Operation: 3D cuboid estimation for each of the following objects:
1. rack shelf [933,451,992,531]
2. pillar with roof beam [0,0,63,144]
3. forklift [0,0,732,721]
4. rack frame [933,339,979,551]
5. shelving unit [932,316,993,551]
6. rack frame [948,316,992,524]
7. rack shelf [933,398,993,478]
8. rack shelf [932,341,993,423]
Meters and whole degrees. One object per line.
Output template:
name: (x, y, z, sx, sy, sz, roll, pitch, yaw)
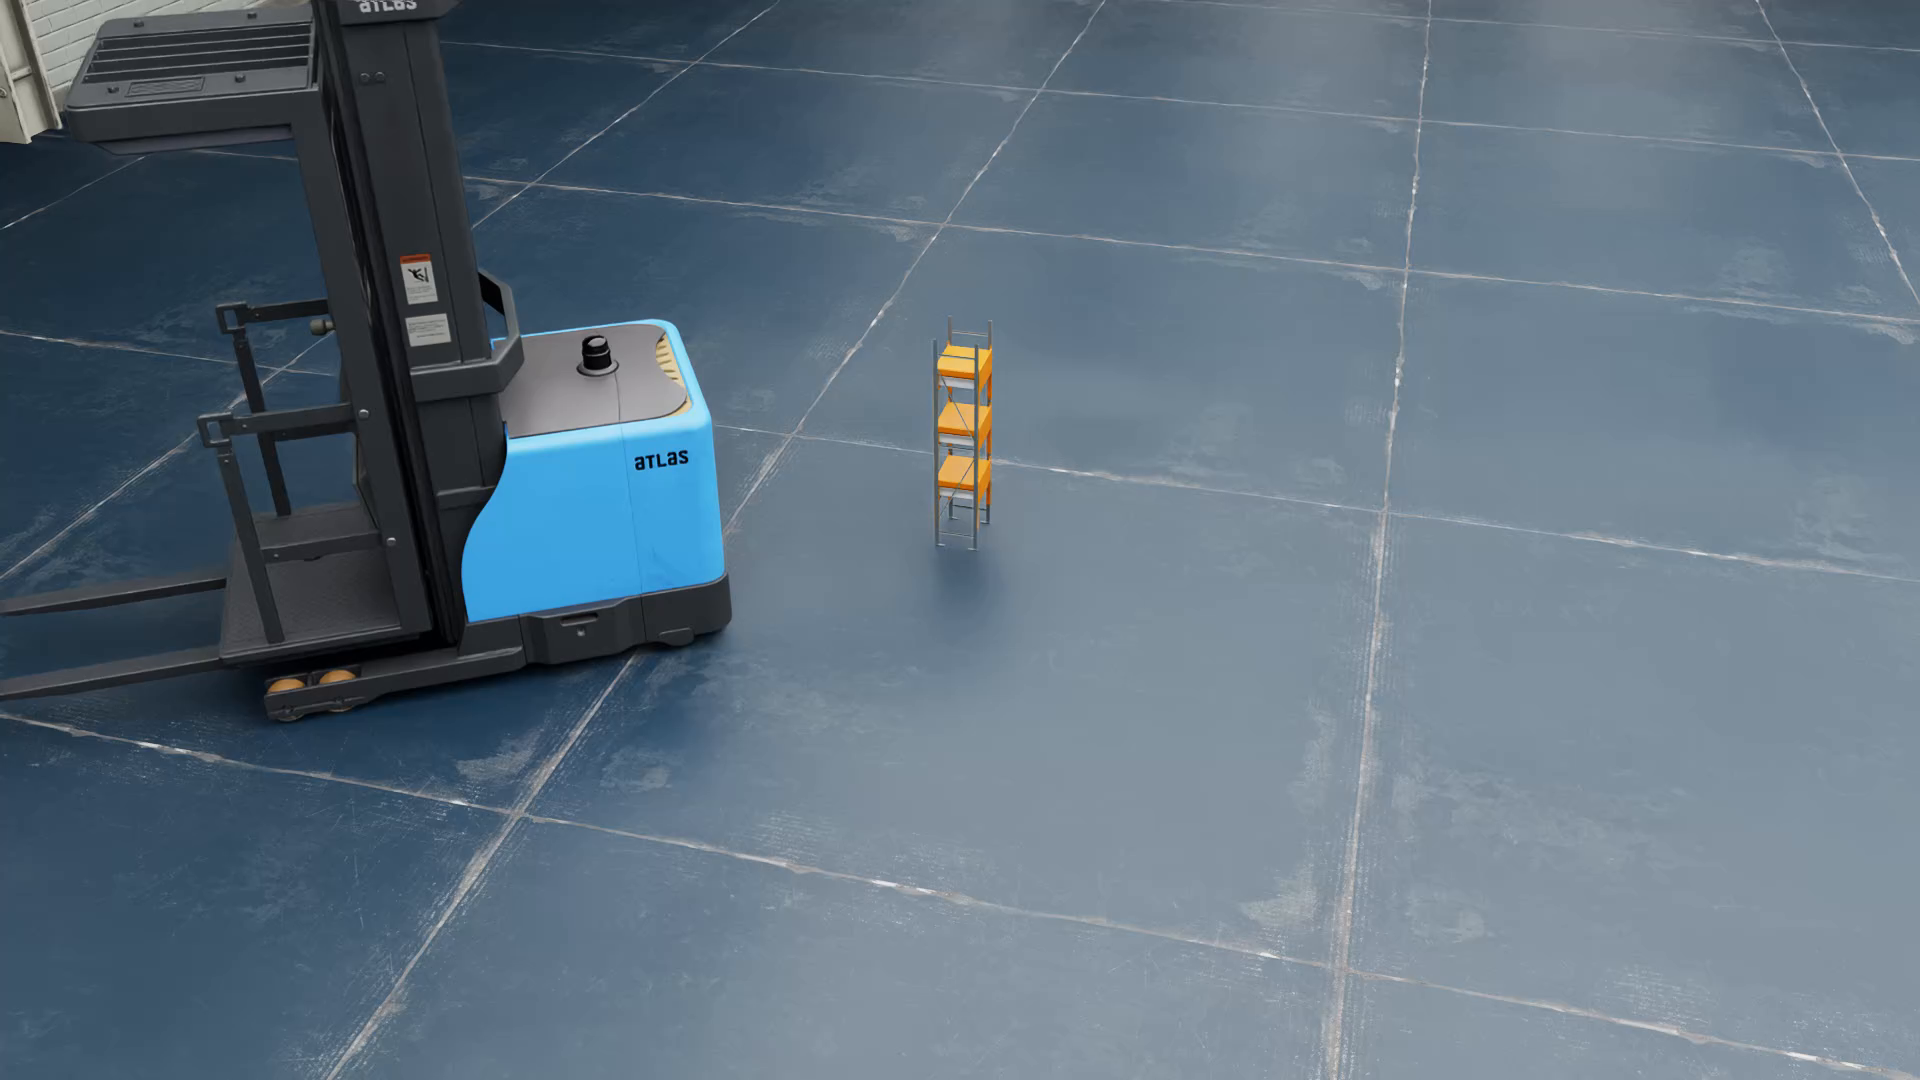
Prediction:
rack shelf: (0.014, -0.227, 7.667, 0.215, 0.259, 0.240, 8, 33, 12)
pillar with roof beam: (-2.891, -6.288, 9.254, 9.100, 9.000, 0.400, 8, 33, 12)
forklift: (-2.548, -0.835, 6.331, 3.031, 2.935, 1.130, -9, 34, -14)
rack frame: (-0.017, -0.408, 7.412, 0.200, 1.050, 0.008, 8, 33, 12)
shelving unit: (0.014, -0.471, 7.512, 0.215, 1.050, 0.252, 8, 33, 12)
rack frame: (0.045, -0.534, 7.612, 0.200, 1.050, 0.008, 8, 33, 12)
rack shelf: (0.014, -0.462, 7.518, 0.215, 0.259, 0.240, 8, 33, 12)
rack shelf: (0.014, -0.701, 7.365, 0.215, 0.259, 0.240, 8, 33, 12)
